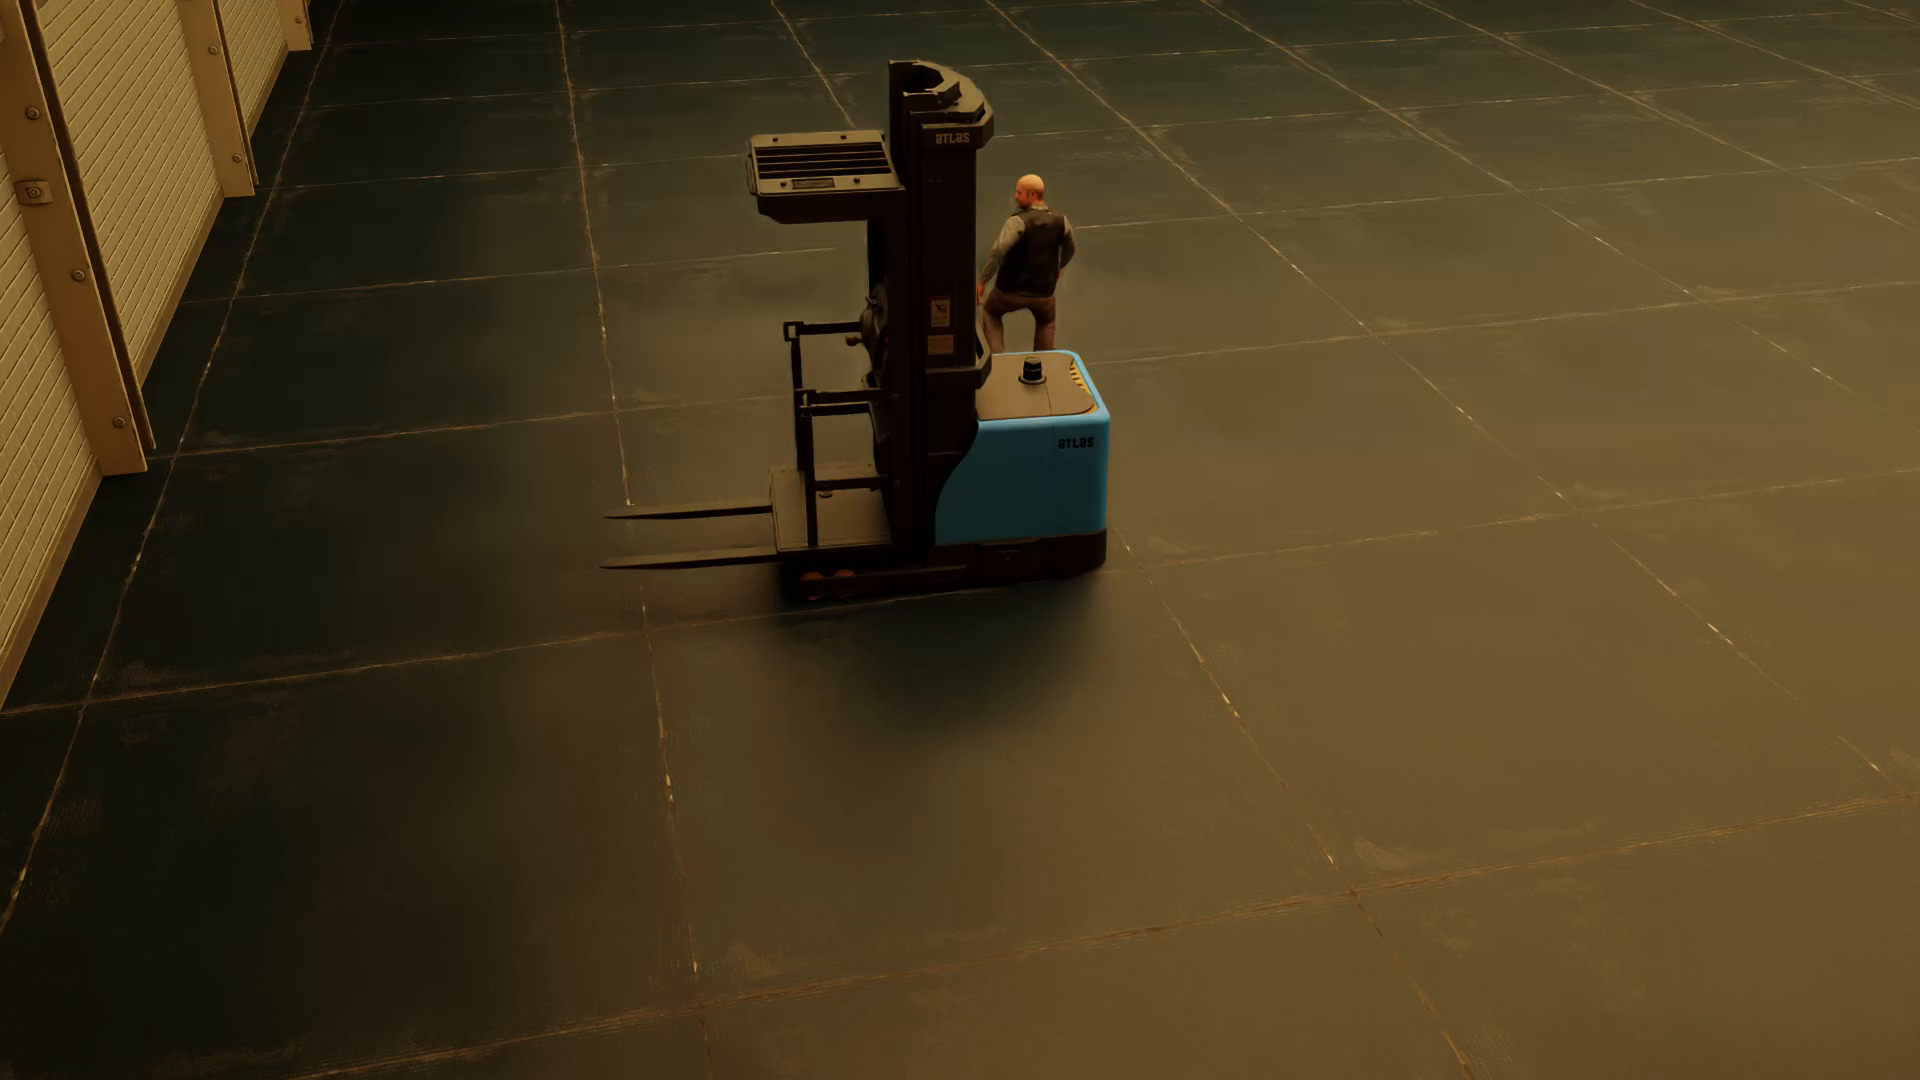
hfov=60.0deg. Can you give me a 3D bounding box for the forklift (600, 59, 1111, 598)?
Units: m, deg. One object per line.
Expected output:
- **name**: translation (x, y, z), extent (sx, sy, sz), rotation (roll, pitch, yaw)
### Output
- **forklift**: translation (-0.671, -1.194, 9.638), extent (3.031, 2.935, 1.130), rotation (-4, 30, -7)

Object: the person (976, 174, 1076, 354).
- **person**: translation (0.462, -1.819, 12.148), extent (0.802, 1.523, 0.596), rotation (-5, 31, -9)
